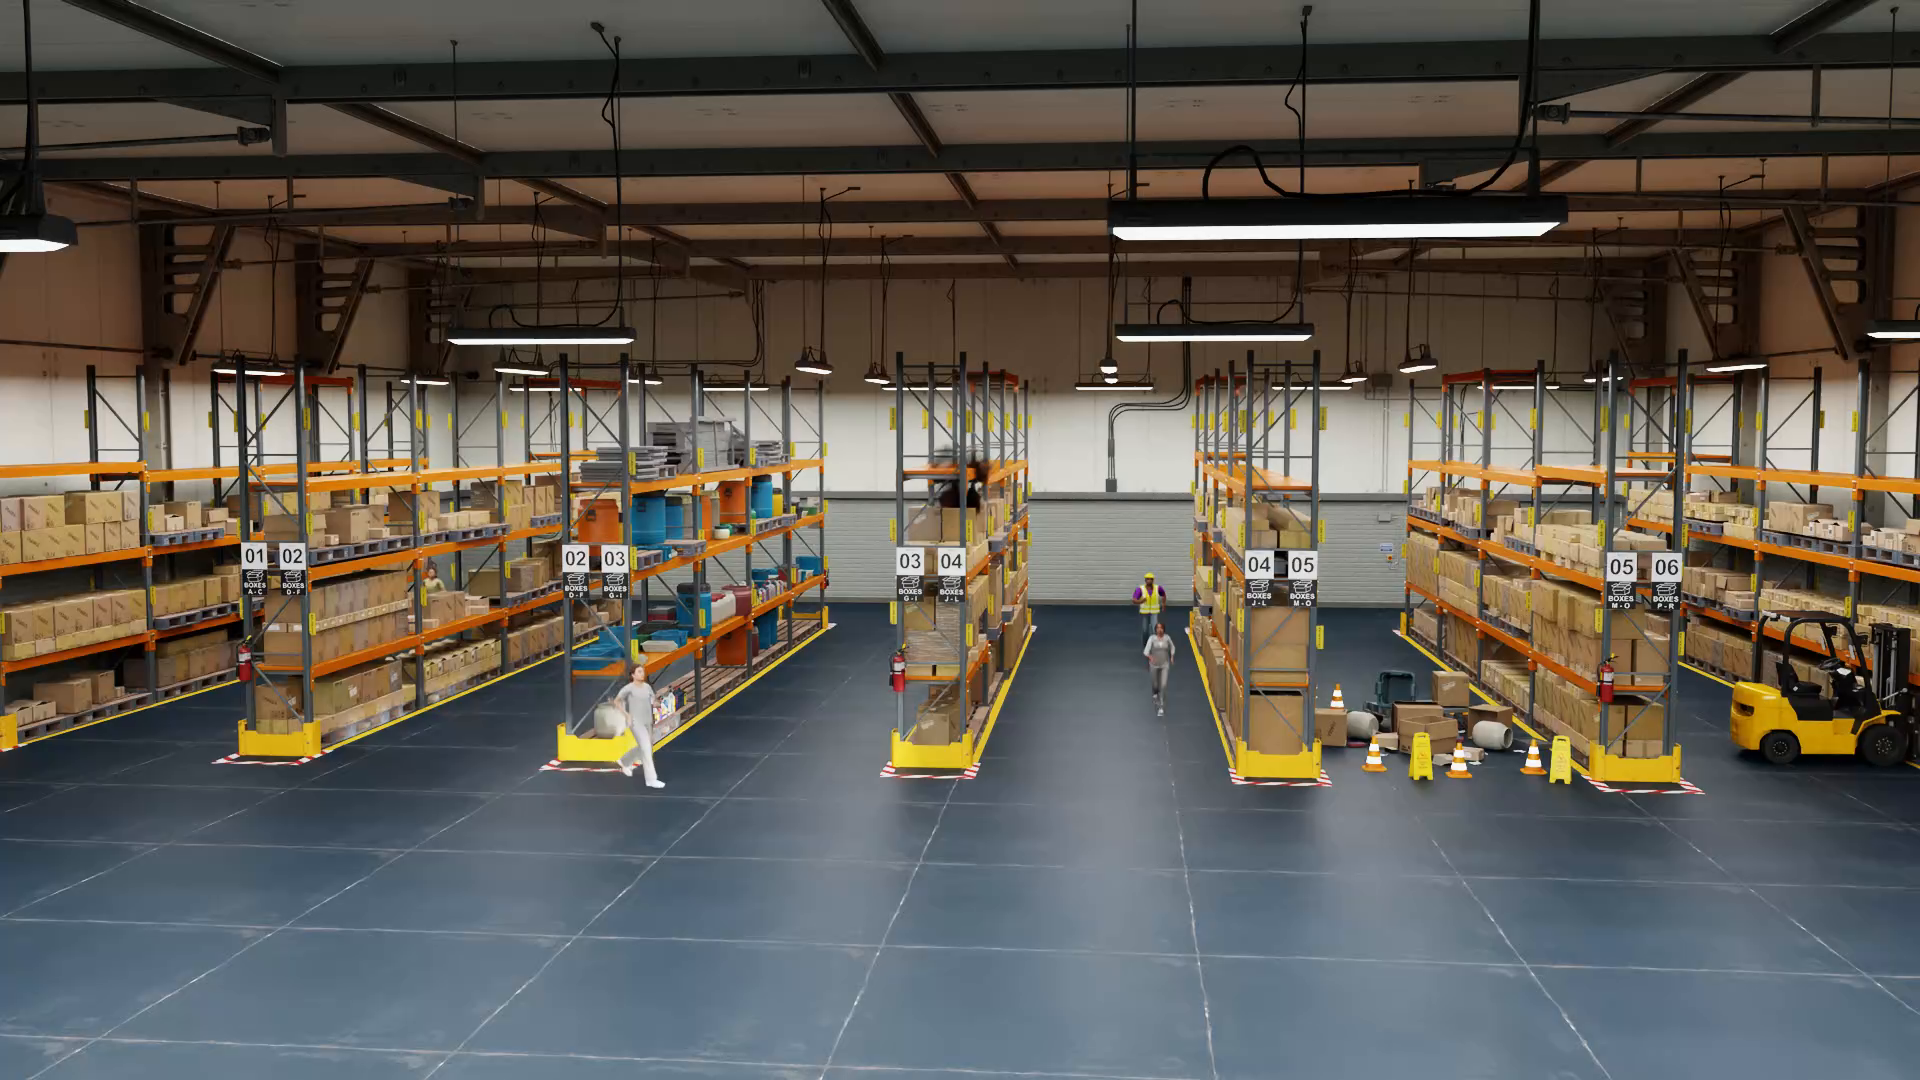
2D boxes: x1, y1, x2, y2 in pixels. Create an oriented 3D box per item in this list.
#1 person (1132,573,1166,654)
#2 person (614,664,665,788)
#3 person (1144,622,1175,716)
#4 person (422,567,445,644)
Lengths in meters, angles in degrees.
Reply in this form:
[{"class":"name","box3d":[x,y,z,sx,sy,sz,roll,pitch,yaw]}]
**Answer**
[{"class":"person","box3d":[4.022,1.602,35.395,0.720,1.834,0.787,0,4,5]},{"class":"person","box3d":[-4.362,2.506,22.598,0.958,1.623,0.571,3,5,34]},{"class":"person","box3d":[3.433,2.186,28.553,0.546,1.589,0.813,0,4,2]},{"class":"person","box3d":[-12.027,1.471,37.954,0.587,1.713,0.816,0,4,-1]}]
